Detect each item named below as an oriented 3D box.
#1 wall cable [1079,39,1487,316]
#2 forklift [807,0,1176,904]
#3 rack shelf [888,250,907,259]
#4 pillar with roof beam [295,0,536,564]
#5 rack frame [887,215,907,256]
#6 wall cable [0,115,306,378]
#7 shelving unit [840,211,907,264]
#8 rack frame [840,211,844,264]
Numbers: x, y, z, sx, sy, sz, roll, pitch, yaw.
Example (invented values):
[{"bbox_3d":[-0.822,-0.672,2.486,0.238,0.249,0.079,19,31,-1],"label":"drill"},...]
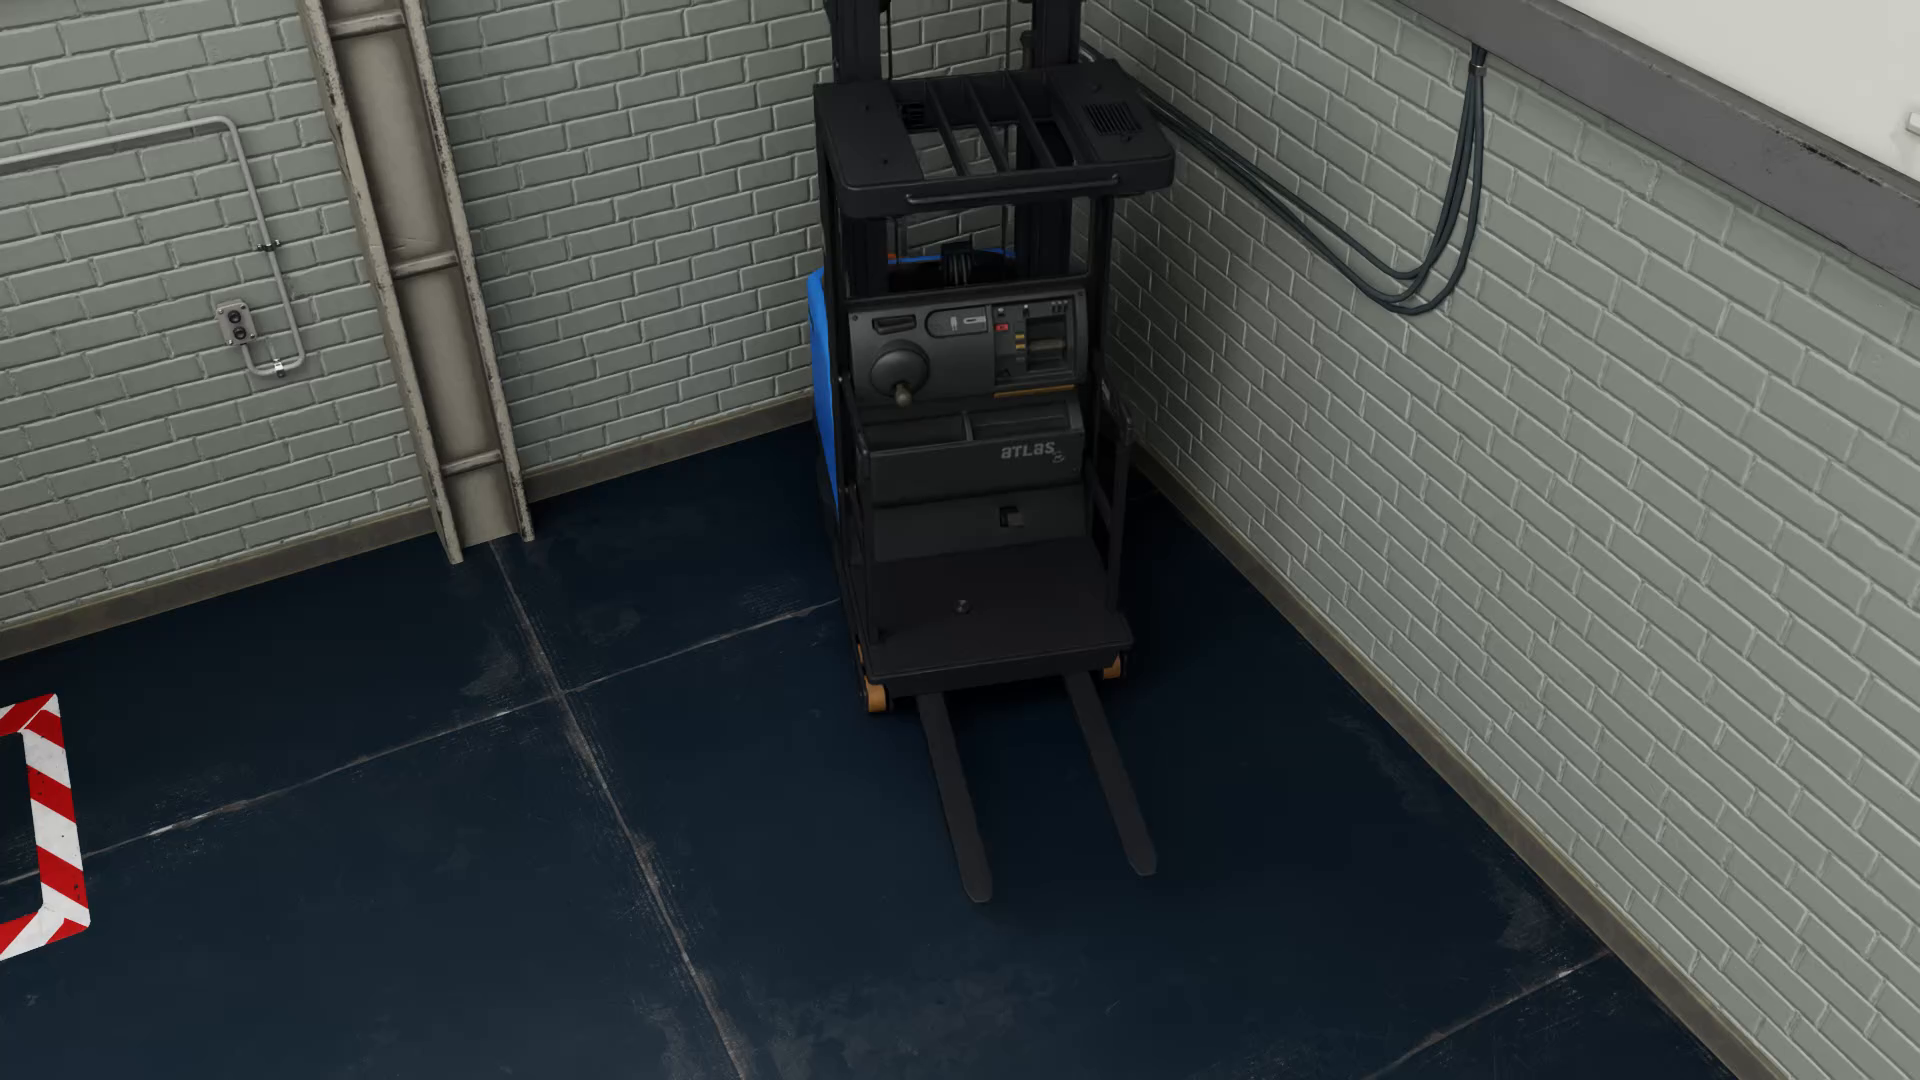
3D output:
[{"bbox_3d":[0.966,-2.466,6.090,0.112,2.526,3.097,-19,44,-21],"label":"wall cable"},{"bbox_3d":[0.082,-0.667,6.258,1.130,2.935,3.031,-7,41,-9],"label":"forklift"},{"bbox_3d":[-0.402,-1.299,7.855,0.258,0.103,0.180,25,46,26],"label":"rack shelf"},{"bbox_3d":[-0.232,-1.003,1.958,0.400,9.000,9.100,-19,44,-21],"label":"pillar with roof beam"},{"bbox_3d":[-0.350,-1.104,8.115,0.240,1.200,0.006,25,46,26],"label":"rack frame"},{"bbox_3d":[-3.517,-1.190,6.037,1.851,1.984,0.084,-19,44,-21],"label":"wall cable"},{"bbox_3d":[-0.404,-1.057,8.057,0.258,1.200,0.189,25,46,26],"label":"shelving unit"},{"bbox_3d":[-0.457,-1.010,8.000,0.240,1.200,0.006,25,46,26],"label":"rack frame"}]
